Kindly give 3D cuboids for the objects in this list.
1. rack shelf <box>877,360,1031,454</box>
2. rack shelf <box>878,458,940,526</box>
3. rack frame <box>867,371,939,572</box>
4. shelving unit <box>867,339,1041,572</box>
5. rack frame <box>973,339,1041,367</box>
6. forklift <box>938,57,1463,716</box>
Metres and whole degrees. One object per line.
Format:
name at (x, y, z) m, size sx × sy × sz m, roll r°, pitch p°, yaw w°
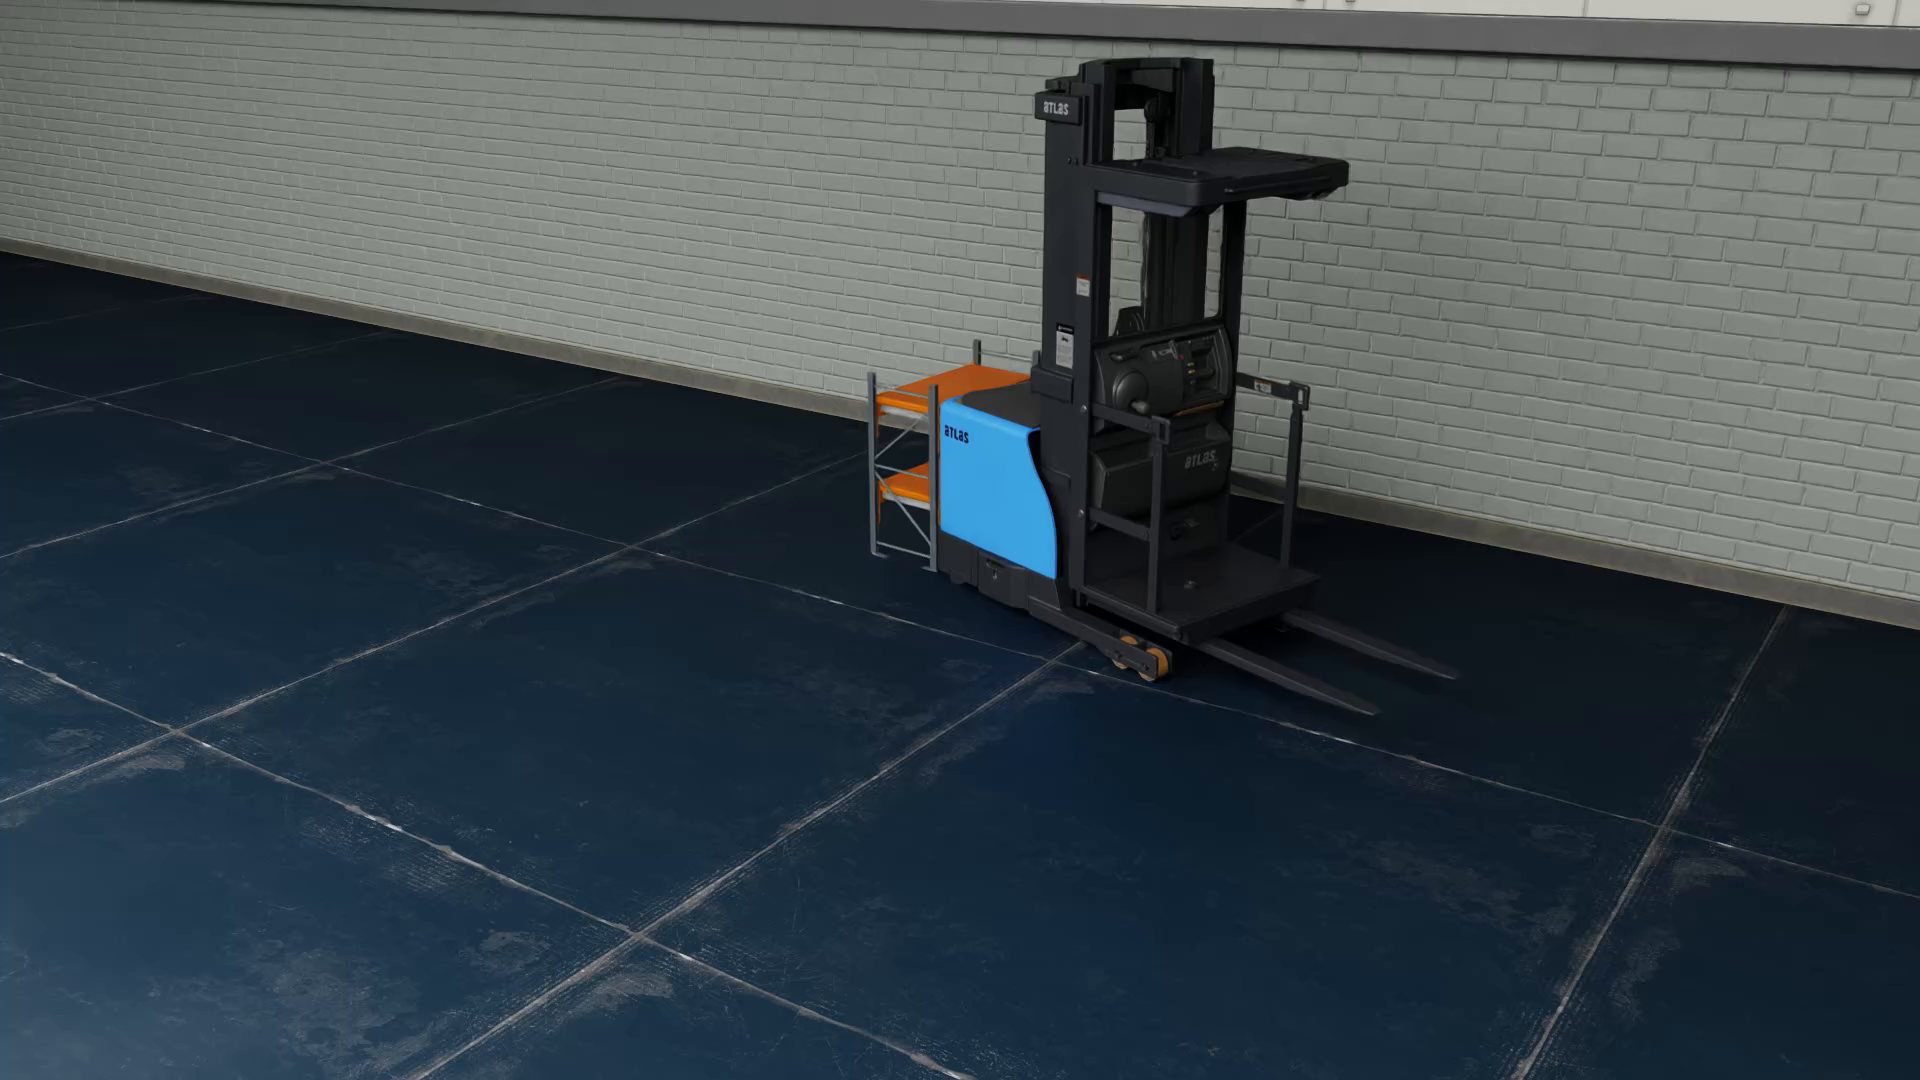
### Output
rack shelf at (-0.022, -0.811, 9.993) m, size 0.538 × 0.278 × 1.000 m, roll 15°, pitch 25°, yaw 35°
rack shelf at (-0.022, -0.307, 10.179) m, size 0.538 × 0.278 × 1.000 m, roll 15°, pitch 25°, yaw 35°
rack frame at (-0.331, -0.397, 9.716) m, size 0.500 × 1.125 × 0.032 m, roll 15°, pitch 25°, yaw 35°
shelving unit at (-0.022, -0.537, 10.094) m, size 0.538 × 1.125 × 1.048 m, roll 15°, pitch 25°, yaw 35°
rack frame at (0.288, -0.676, 10.472) m, size 0.500 × 1.125 × 0.032 m, roll 15°, pitch 25°, yaw 35°
forklift at (1.182, -0.860, 8.364) m, size 1.130 × 2.935 × 3.031 m, roll -15°, pitch 25°, yaw -36°
